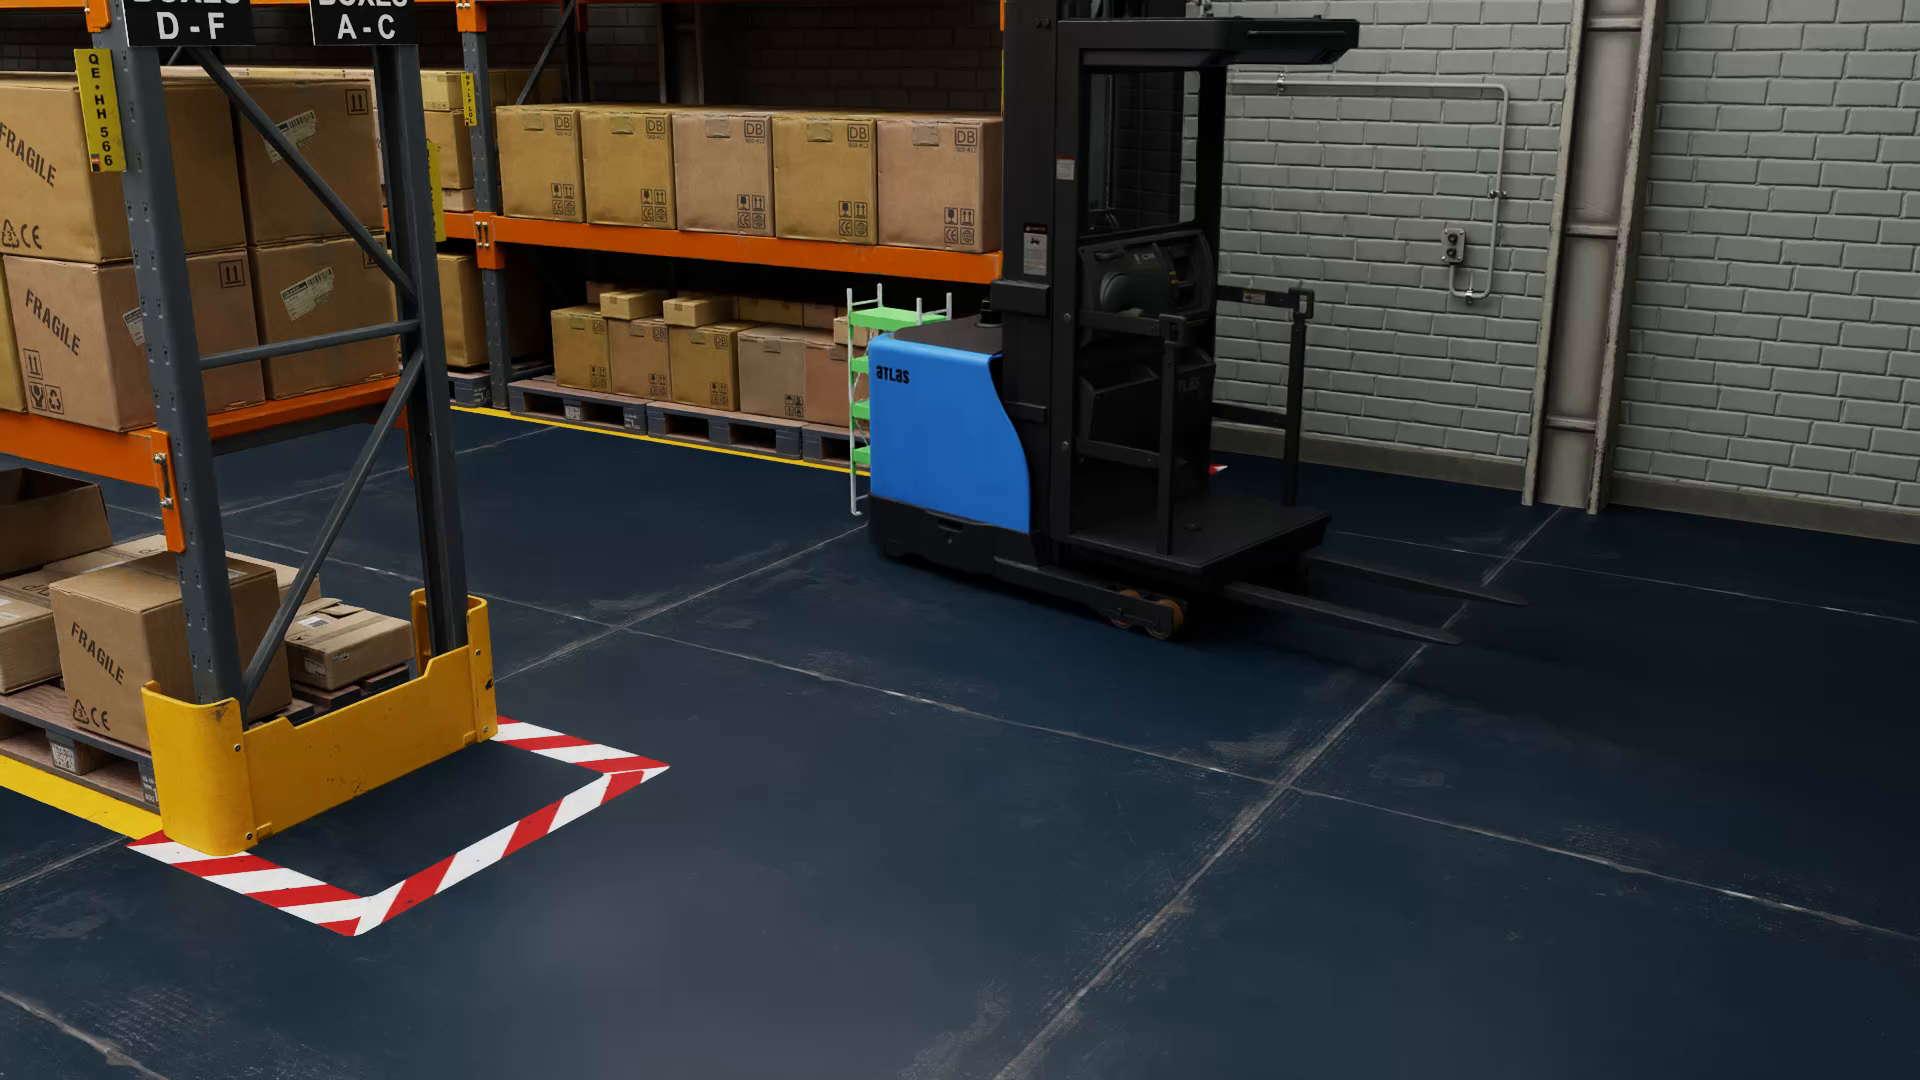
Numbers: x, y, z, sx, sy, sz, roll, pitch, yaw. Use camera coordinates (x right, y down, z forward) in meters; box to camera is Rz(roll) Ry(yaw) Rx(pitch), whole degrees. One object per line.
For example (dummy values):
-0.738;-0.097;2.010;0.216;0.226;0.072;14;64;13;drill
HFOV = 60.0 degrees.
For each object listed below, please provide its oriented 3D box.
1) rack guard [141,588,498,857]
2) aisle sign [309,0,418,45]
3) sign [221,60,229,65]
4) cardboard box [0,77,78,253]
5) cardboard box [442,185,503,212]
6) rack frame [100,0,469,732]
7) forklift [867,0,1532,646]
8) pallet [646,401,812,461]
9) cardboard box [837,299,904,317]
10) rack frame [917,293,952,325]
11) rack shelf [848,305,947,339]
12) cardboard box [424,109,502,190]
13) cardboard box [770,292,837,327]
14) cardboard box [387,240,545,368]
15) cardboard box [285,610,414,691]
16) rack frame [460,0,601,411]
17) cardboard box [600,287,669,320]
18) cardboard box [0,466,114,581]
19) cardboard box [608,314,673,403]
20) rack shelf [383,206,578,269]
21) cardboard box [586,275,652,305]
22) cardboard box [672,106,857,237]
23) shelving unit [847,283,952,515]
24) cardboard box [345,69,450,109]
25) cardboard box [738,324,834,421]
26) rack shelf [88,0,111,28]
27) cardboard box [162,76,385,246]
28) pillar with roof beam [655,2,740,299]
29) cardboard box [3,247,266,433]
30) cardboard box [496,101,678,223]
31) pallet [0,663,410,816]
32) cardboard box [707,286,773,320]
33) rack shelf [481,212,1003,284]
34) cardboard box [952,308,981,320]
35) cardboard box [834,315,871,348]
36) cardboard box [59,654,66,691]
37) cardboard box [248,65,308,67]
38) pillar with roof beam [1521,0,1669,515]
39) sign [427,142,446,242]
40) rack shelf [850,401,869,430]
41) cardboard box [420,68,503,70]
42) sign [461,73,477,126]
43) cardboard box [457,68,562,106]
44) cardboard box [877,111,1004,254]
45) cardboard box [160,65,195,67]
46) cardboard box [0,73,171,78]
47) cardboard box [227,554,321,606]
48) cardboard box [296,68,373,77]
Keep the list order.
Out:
-2.113;0.578;5.618;0.348;0.500;1.175;10;20;30;rack guard
-1.837;-1.913;5.044;0.004;0.787;0.394;10;20;30;aisle sign
-5.989;-3.743;13.549;0.005;0.325;0.100;10;20;30;sign
-3.003;-1.209;5.308;0.500;0.500;0.500;11;20;32;cardboard box
-3.304;-2.313;11.232;0.250;0.149;0.380;10;20;31;cardboard box
-2.049;-0.606;5.216;0.127;3.000;1.000;10;20;30;rack frame
0.984;-1.157;7.148;3.031;2.935;1.130;15;22;40;forklift
-1.217;-0.788;10.611;1.213;0.211;1.003;10;20;30;pallet
-0.542;-1.376;10.213;0.250;0.149;0.380;10;20;31;cardboard box
-0.127;-0.638;8.416;0.015;1.200;0.240;15;22;40;rack frame
-0.309;-1.083;8.451;0.480;0.148;0.258;15;22;40;rack shelf
-3.393;-2.650;11.225;0.500;0.500;0.500;10;19;29;cardboard box
-0.978;-1.454;10.468;0.250;0.149;0.380;10;20;31;cardboard box
-3.490;-1.681;11.731;0.750;0.750;0.750;10;20;31;cardboard box
-2.226;0.398;6.057;0.250;0.149;0.380;10;20;30;cardboard box
-2.868;-2.442;11.260;0.127;3.000;1.000;10;20;30;rack frame
-2.088;-1.521;10.690;0.250;0.149;0.380;11;20;32;cardboard box
-3.854;0.054;6.582;0.637;0.503;0.797;10;20;30;cardboard box
-1.858;-1.231;10.850;0.500;0.500;0.700;10;20;30;cardboard box
-4.572;-2.402;12.366;4.000;0.370;1.077;10;20;30;rack shelf
-2.304;-1.690;11.245;0.250;0.149;0.380;10;20;30;cardboard box
-1.170;-2.279;10.205;0.700;0.700;0.980;9;19;27;cardboard box
-0.309;-0.685;8.572;0.503;1.200;0.258;15;22;40;shelving unit
-3.830;-3.089;11.380;0.500;0.250;0.500;11;20;31;cardboard box
-0.964;-1.073;10.330;0.500;0.500;0.700;9;19;28;cardboard box
-3.753;-2.002;5.887;4.000;0.370;1.077;10;20;30;rack shelf
-2.289;-1.265;5.494;0.500;0.500;0.500;11;20;32;cardboard box
-4.072;-4.354;7.233;0.400;9.000;9.100;10;20;30;pillar with roof beam
-2.573;-0.655;5.204;0.500;0.500;0.500;11;20;32;cardboard box
-2.414;-2.499;10.932;0.700;0.700;0.980;10;20;31;cardboard box
-2.793;0.595;6.058;1.213;0.211;1.003;10;20;30;pallet
-1.414;-1.531;10.724;0.250;0.149;0.380;10;20;31;cardboard box
-1.164;-1.794;10.363;4.000;0.370;1.077;10;20;30;rack shelf
0.103;-1.261;9.835;0.250;0.149;0.380;10;20;30;cardboard box
-0.531;-1.244;9.777;0.250;0.149;0.380;11;20;32;cardboard box
-2.939;0.433;5.912;0.250;0.166;0.380;10;20;30;cardboard box
-5.315;-3.525;12.816;0.500;0.250;0.500;9;19;28;cardboard box
1.041;-3.442;4.229;0.400;9.000;9.100;10;20;30;pillar with roof beam
-1.765;-1.155;5.533;0.005;0.325;0.100;10;20;30;sign
-0.309;-0.624;8.590;0.480;0.148;0.258;15;22;40;rack shelf
-3.573;-3.213;11.790;0.500;0.250;0.500;10;20;31;cardboard box
-3.144;-2.822;10.656;0.005;0.325;0.100;10;20;30;sign
-3.124;-3.135;11.533;0.500;0.250;0.500;11;20;32;cardboard box
0.101;-2.052;9.461;0.700;0.700;0.980;11;20;33;cardboard box
-6.000;-3.472;12.642;0.500;0.250;0.500;11;20;31;cardboard box
-3.162;-1.420;6.004;0.500;0.500;0.500;10;20;31;cardboard box
-2.790;0.270;6.306;0.500;0.250;0.500;10;20;30;cardboard box
-4.265;-3.166;11.635;0.500;0.250;0.500;11;20;31;cardboard box
